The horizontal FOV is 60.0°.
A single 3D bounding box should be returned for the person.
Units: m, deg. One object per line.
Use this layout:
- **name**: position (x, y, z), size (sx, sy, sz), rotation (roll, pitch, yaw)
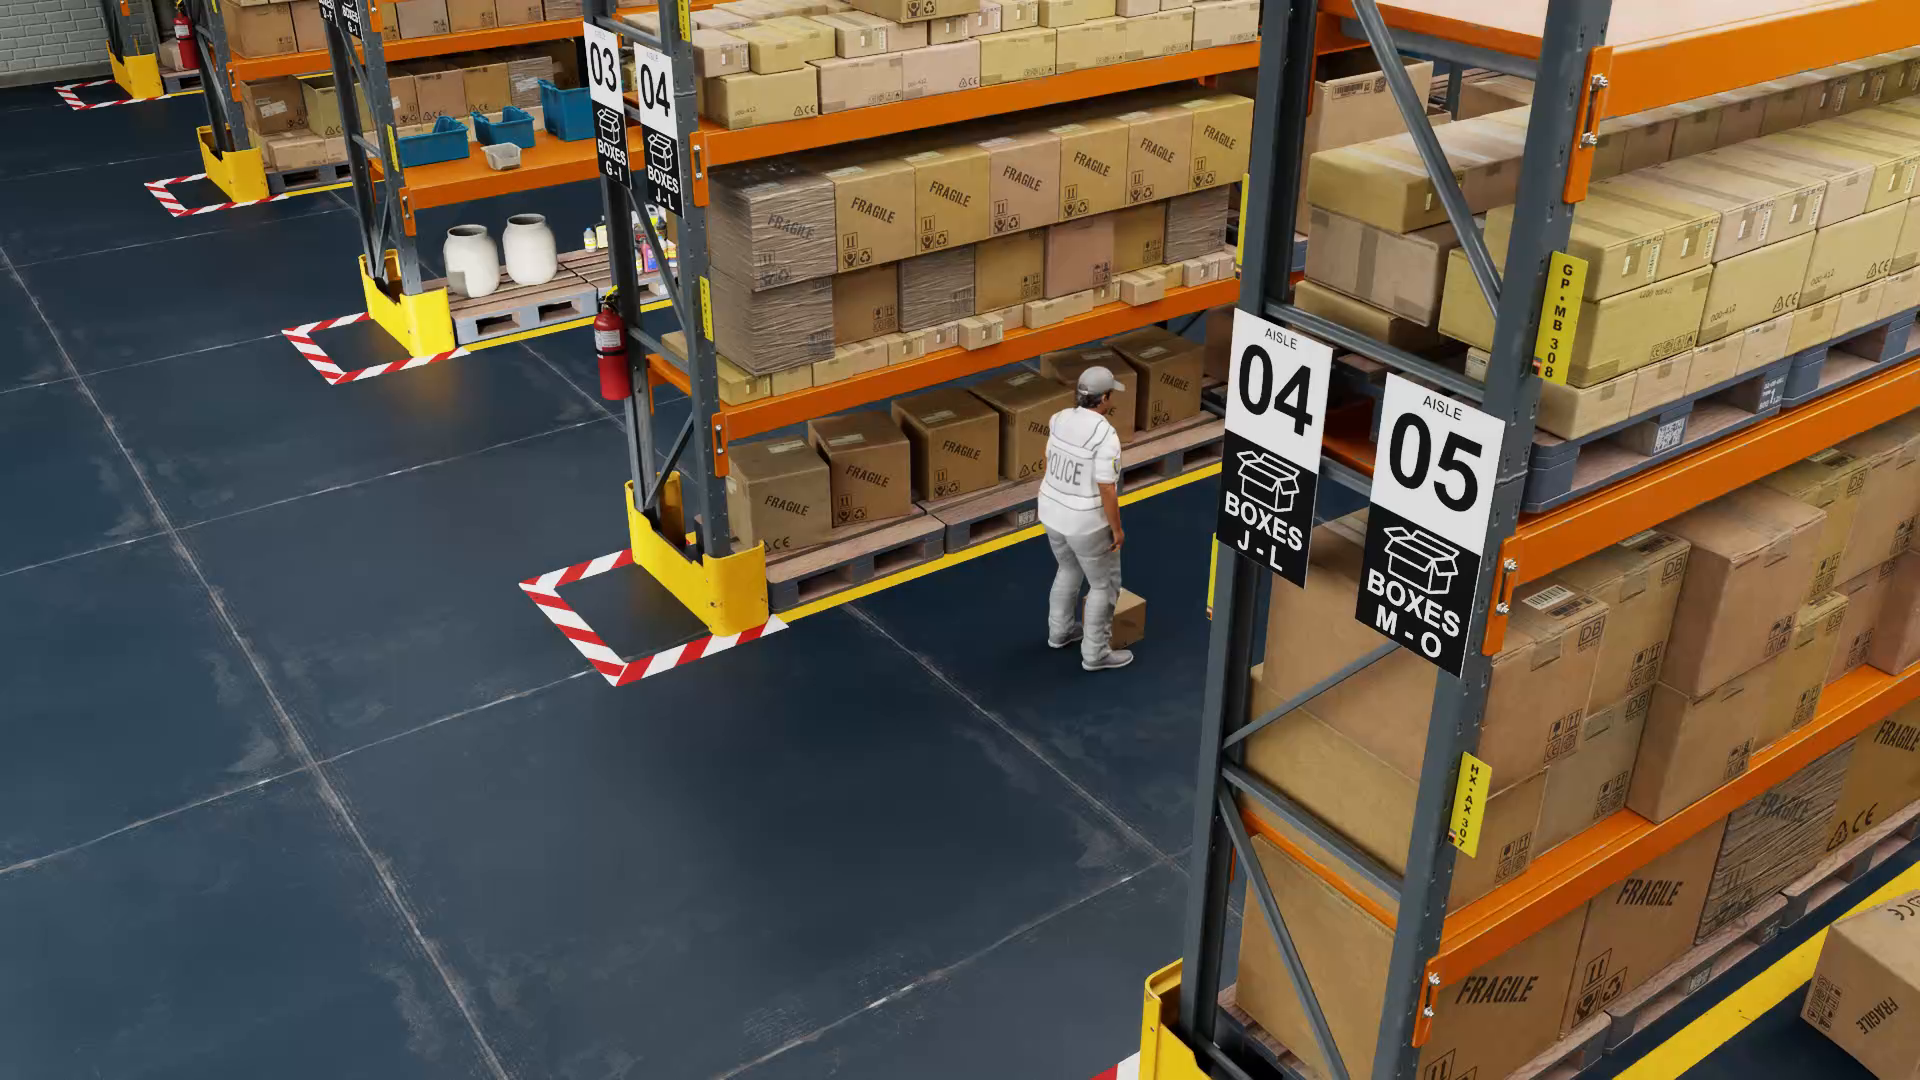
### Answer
- **person**: position (0.680, -0.119, 8.836), size (0.467, 1.665, 0.557), rotation (-21, 35, -33)
